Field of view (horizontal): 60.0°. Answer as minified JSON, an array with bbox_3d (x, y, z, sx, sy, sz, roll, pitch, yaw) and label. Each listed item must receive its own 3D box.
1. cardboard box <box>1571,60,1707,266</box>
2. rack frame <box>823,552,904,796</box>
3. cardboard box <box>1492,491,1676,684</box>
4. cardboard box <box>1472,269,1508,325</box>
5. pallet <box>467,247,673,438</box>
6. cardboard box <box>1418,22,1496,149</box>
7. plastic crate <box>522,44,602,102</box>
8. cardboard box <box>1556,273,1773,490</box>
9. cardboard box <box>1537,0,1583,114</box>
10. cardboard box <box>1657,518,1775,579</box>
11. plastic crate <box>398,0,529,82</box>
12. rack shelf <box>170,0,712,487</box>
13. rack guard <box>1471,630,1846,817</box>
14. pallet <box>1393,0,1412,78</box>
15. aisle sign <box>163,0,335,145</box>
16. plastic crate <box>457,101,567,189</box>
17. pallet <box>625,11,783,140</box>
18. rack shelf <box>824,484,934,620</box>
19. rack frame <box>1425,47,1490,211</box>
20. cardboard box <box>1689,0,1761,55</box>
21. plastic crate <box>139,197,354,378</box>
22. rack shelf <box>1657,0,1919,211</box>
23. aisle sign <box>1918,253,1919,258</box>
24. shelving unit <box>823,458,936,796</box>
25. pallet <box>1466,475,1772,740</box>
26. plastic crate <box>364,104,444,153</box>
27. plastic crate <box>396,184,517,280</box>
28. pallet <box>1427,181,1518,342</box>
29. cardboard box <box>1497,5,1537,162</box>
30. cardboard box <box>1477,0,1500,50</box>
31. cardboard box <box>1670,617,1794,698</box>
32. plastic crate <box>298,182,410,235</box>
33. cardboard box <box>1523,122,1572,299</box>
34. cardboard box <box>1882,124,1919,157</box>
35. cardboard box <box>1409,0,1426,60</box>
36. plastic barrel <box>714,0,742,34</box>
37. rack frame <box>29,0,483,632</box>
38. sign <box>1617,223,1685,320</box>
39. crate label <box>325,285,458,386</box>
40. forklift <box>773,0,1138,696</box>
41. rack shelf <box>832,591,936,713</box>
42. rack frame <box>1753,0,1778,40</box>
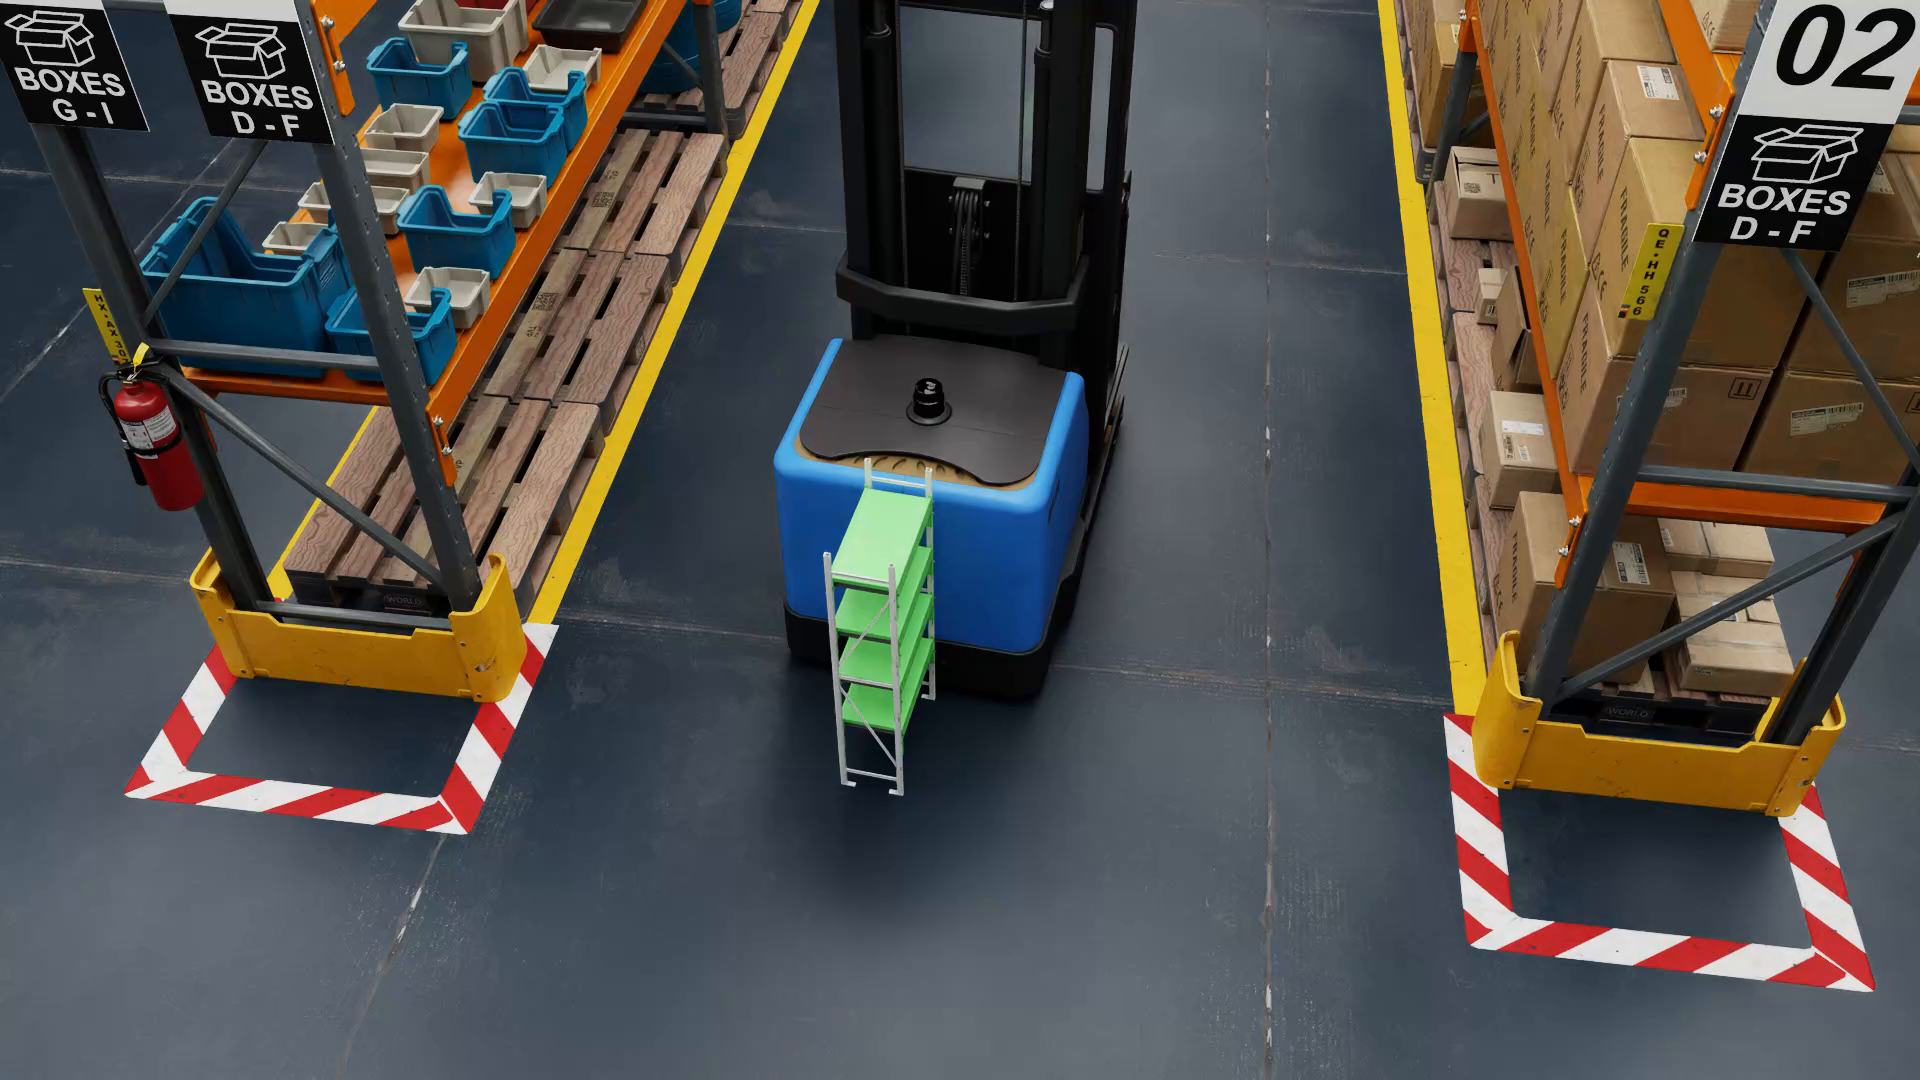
[{"bbox_3d":[2.398,-1.246,5.584,0.500,0.500,0.500,6,44,7],"label":"cardboard box"},{"bbox_3d":[-0.330,0.500,5.849,0.240,1.200,0.015,9,44,10],"label":"rack frame"},{"bbox_3d":[2.373,0.181,6.375,0.500,0.500,0.500,5,44,6],"label":"cardboard box"},{"bbox_3d":[2.700,-1.174,8.049,0.380,0.166,0.250,5,44,6],"label":"cardboard box"},{"bbox_3d":[-2.053,-1.002,8.155,1.003,0.211,1.213,5,44,6],"label":"pallet"},{"bbox_3d":[2.855,-2.515,9.222,0.500,0.500,0.500,5,44,5],"label":"cardboard box"},{"bbox_3d":[-1.767,-2.065,7.397,0.293,0.136,0.466,5,44,6],"label":"plastic crate"},{"bbox_3d":[2.335,-0.540,5.566,0.500,0.500,0.500,6,44,7],"label":"cardboard box"},{"bbox_3d":[2.530,-1.950,6.328,0.500,0.500,0.500,6,44,7],"label":"cardboard box"},{"bbox_3d":[2.965,-0.021,6.770,0.500,0.250,0.500,5,44,6],"label":"cardboard box"},{"bbox_3d":[-2.220,-2.308,7.548,0.437,0.282,0.530,5,44,6],"label":"plastic crate"},{"bbox_3d":[-2.100,-1.729,7.417,1.077,0.370,4.000,5,44,6],"label":"rack shelf"},{"bbox_3d":[2.556,0.682,6.166,1.175,0.500,0.348,5,44,6],"label":"rack guard"},{"bbox_3d":[3.303,-3.279,10.560,1.003,0.211,1.213,5,44,6],"label":"pallet"},{"bbox_3d":[-2.079,-1.495,4.756,0.394,0.787,0.004,5,44,6],"label":"aisle sign"},{"bbox_3d":[-1.831,-1.624,6.861,0.416,0.233,0.300,5,44,6],"label":"plastic crate"},{"bbox_3d":[-1.692,-2.862,10.120,1.003,0.211,1.213,5,44,6],"label":"pallet"},{"bbox_3d":[-0.273,0.035,5.735,0.258,0.148,0.480,9,44,10],"label":"rack shelf"},{"bbox_3d":[3.074,-2.900,8.131,1.000,3.000,0.127,5,44,6],"label":"rack frame"},{"bbox_3d":[2.352,-1.583,4.668,0.500,0.250,0.500,5,44,6],"label":"cardboard box"},{"bbox_3d":[-2.505,-0.907,5.957,0.616,0.435,0.499,5,44,6],"label":"plastic crate"},{"bbox_3d":[2.810,-2.365,5.908,1.077,0.370,4.000,5,44,6],"label":"rack shelf"},{"bbox_3d":[2.828,-1.045,4.281,0.394,0.787,0.004,5,44,6],"label":"aisle sign"},{"bbox_3d":[-0.273,0.337,6.021,0.258,1.200,0.503,9,44,10],"label":"shelving unit"},{"bbox_3d":[2.660,0.243,6.840,1.003,0.211,1.213,5,44,6],"label":"pallet"},{"bbox_3d":[-2.350,-1.717,7.030,0.298,0.136,0.250,5,44,6],"label":"plastic crate"},{"bbox_3d":[-1.918,-1.175,6.387,0.416,0.233,0.300,5,44,6],"label":"plastic crate"},{"bbox_3d":[2.983,-1.420,8.596,1.003,0.211,1.213,5,44,6],"label":"pallet"},{"bbox_3d":[2.604,-1.924,7.027,0.500,0.500,0.500,5,44,5],"label":"cardboard box"},{"bbox_3d":[2.737,-2.614,7.756,0.500,0.500,0.500,6,44,7],"label":"cardboard box"},{"bbox_3d":[2.941,0.447,6.350,0.380,0.149,0.250,5,44,6],"label":"cardboard box"},{"bbox_3d":[-2.383,-1.321,6.612,0.396,0.136,0.243,5,44,6],"label":"plastic crate"},{"bbox_3d":[2.471,-1.234,6.299,0.500,0.500,0.500,6,44,6],"label":"cardboard box"},{"bbox_3d":[2.927,-1.209,5.545,0.500,0.500,0.500,6,44,6],"label":"cardboard box"},{"bbox_3d":[2.996,-3.192,9.938,0.500,0.500,0.500,6,44,6],"label":"cardboard box"},{"bbox_3d":[-1.653,-3.595,10.086,0.600,0.901,0.708,5,44,6],"label":"plastic barrel"},{"bbox_3d":[-2.364,-0.627,5.730,1.000,3.000,0.127,5,44,6],"label":"rack frame"},{"bbox_3d":[1.998,-0.773,4.813,0.100,0.325,0.005,5,44,6],"label":"sign"},{"bbox_3d":[-2.005,-0.726,5.913,0.416,0.233,0.303,5,44,6],"label":"crate label"},{"bbox_3d":[0.145,-1.481,6.683,1.130,2.935,3.031,9,44,10],"label":"forklift"},{"bbox_3d":[-0.273,0.384,6.065,0.258,0.148,0.480,9,44,10],"label":"rack shelf"},{"bbox_3d":[2.545,-2.352,3.190,1.000,3.000,0.127,5,44,6],"label":"rack frame"}]
